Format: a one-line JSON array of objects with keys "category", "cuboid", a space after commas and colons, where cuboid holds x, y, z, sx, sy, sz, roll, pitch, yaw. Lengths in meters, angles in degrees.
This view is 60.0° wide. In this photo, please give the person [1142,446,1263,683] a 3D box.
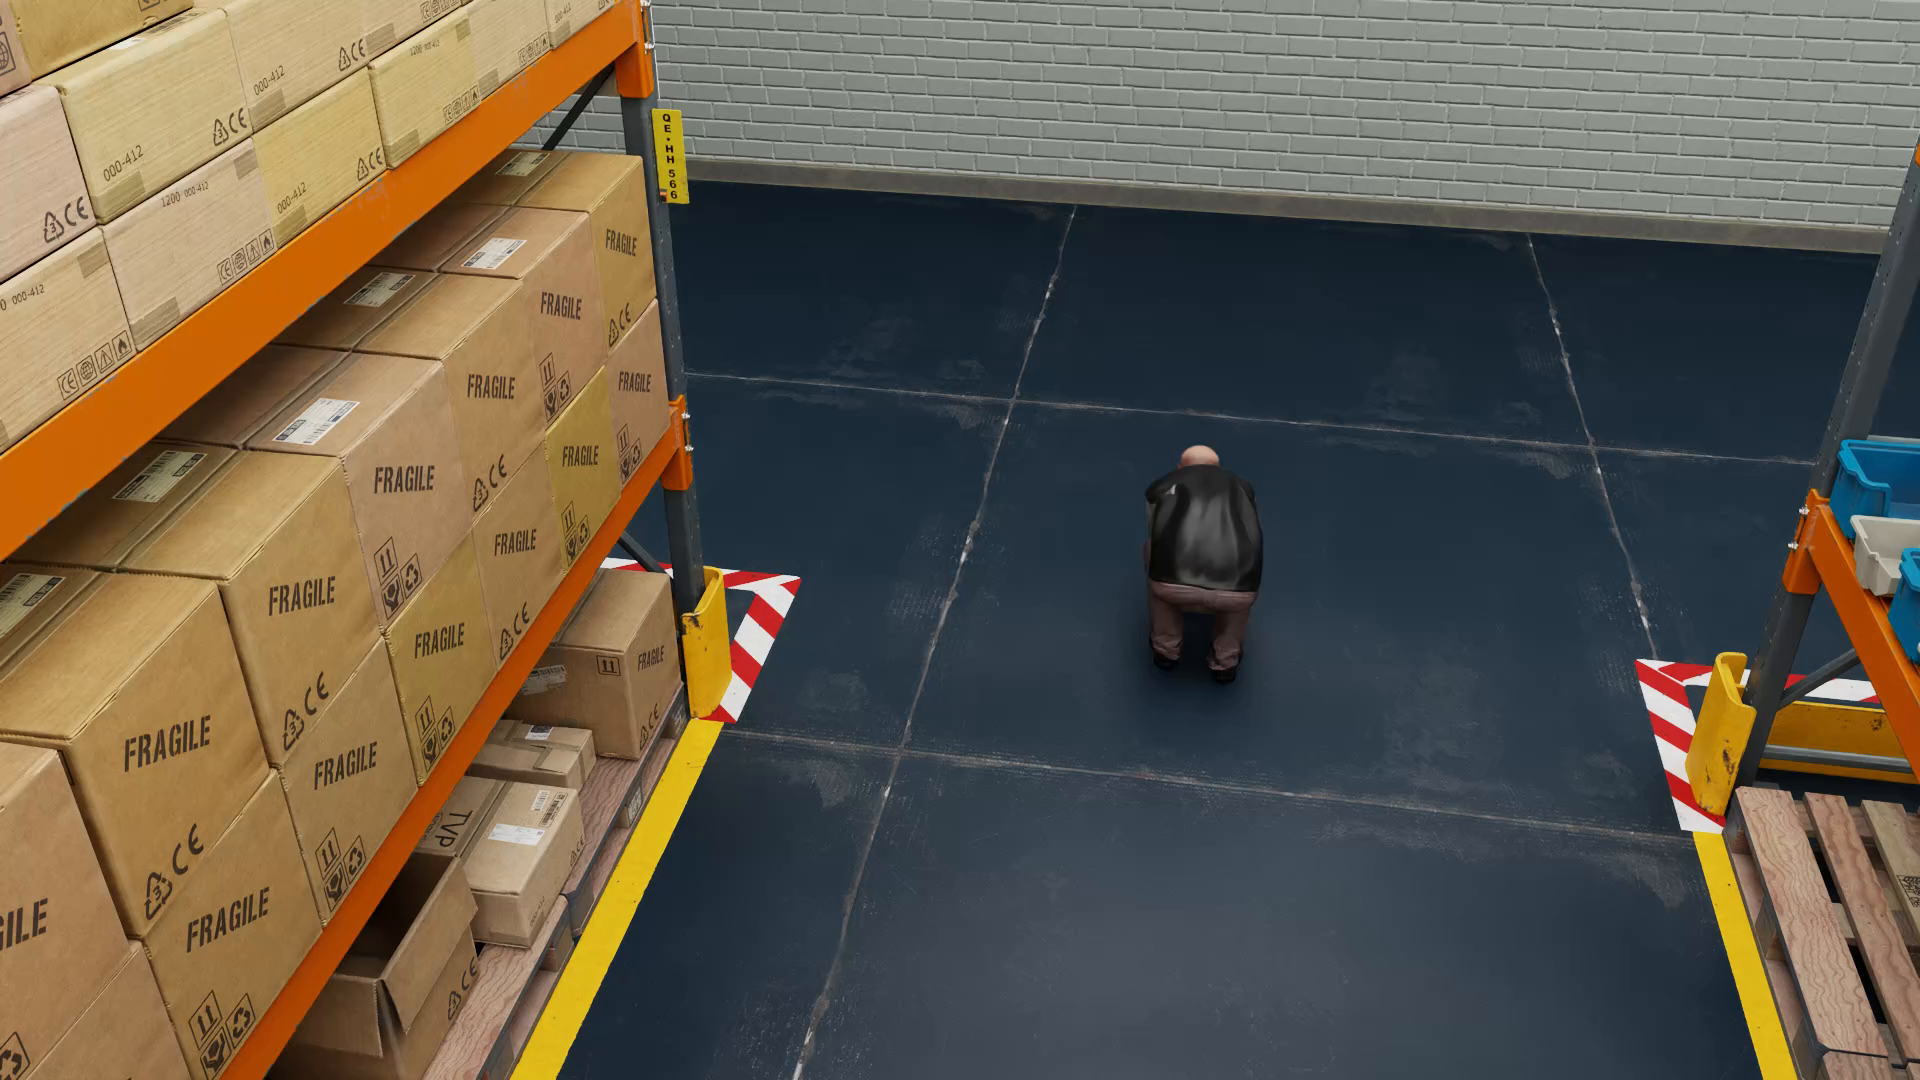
[{"category": "person", "cuboid": [0.997, 0.095, 6.901, 0.500, 0.807, 0.948, 4, 32, 7]}]
